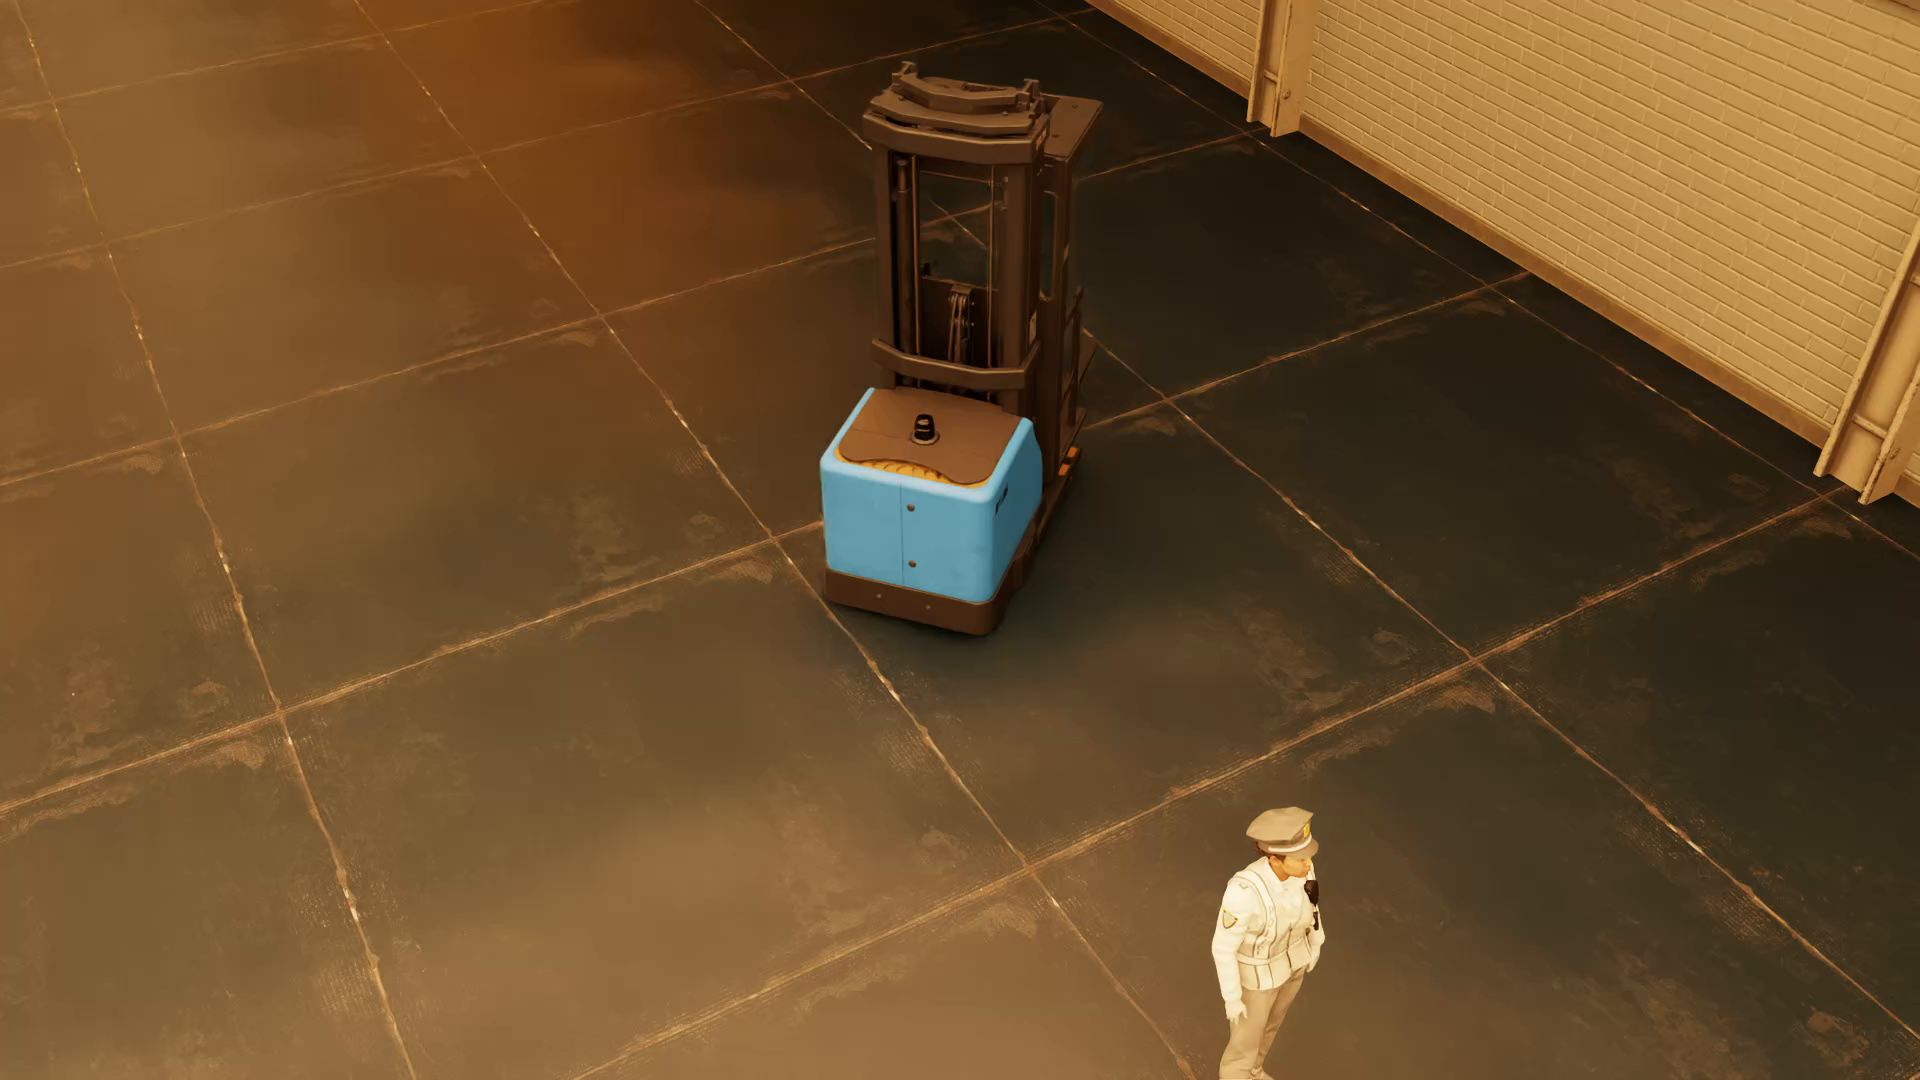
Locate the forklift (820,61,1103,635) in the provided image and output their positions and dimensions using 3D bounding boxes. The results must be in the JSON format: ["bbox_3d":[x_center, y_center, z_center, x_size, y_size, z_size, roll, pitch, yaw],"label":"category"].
[{"bbox_3d":[0.162,-1.530,9.880,1.130,2.935,3.031,12,41,14],"label":"forklift"}]

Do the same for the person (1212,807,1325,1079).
[{"bbox_3d":[1.310,1.791,6.833,0.586,1.695,0.533,-27,47,-29],"label":"person"}]
